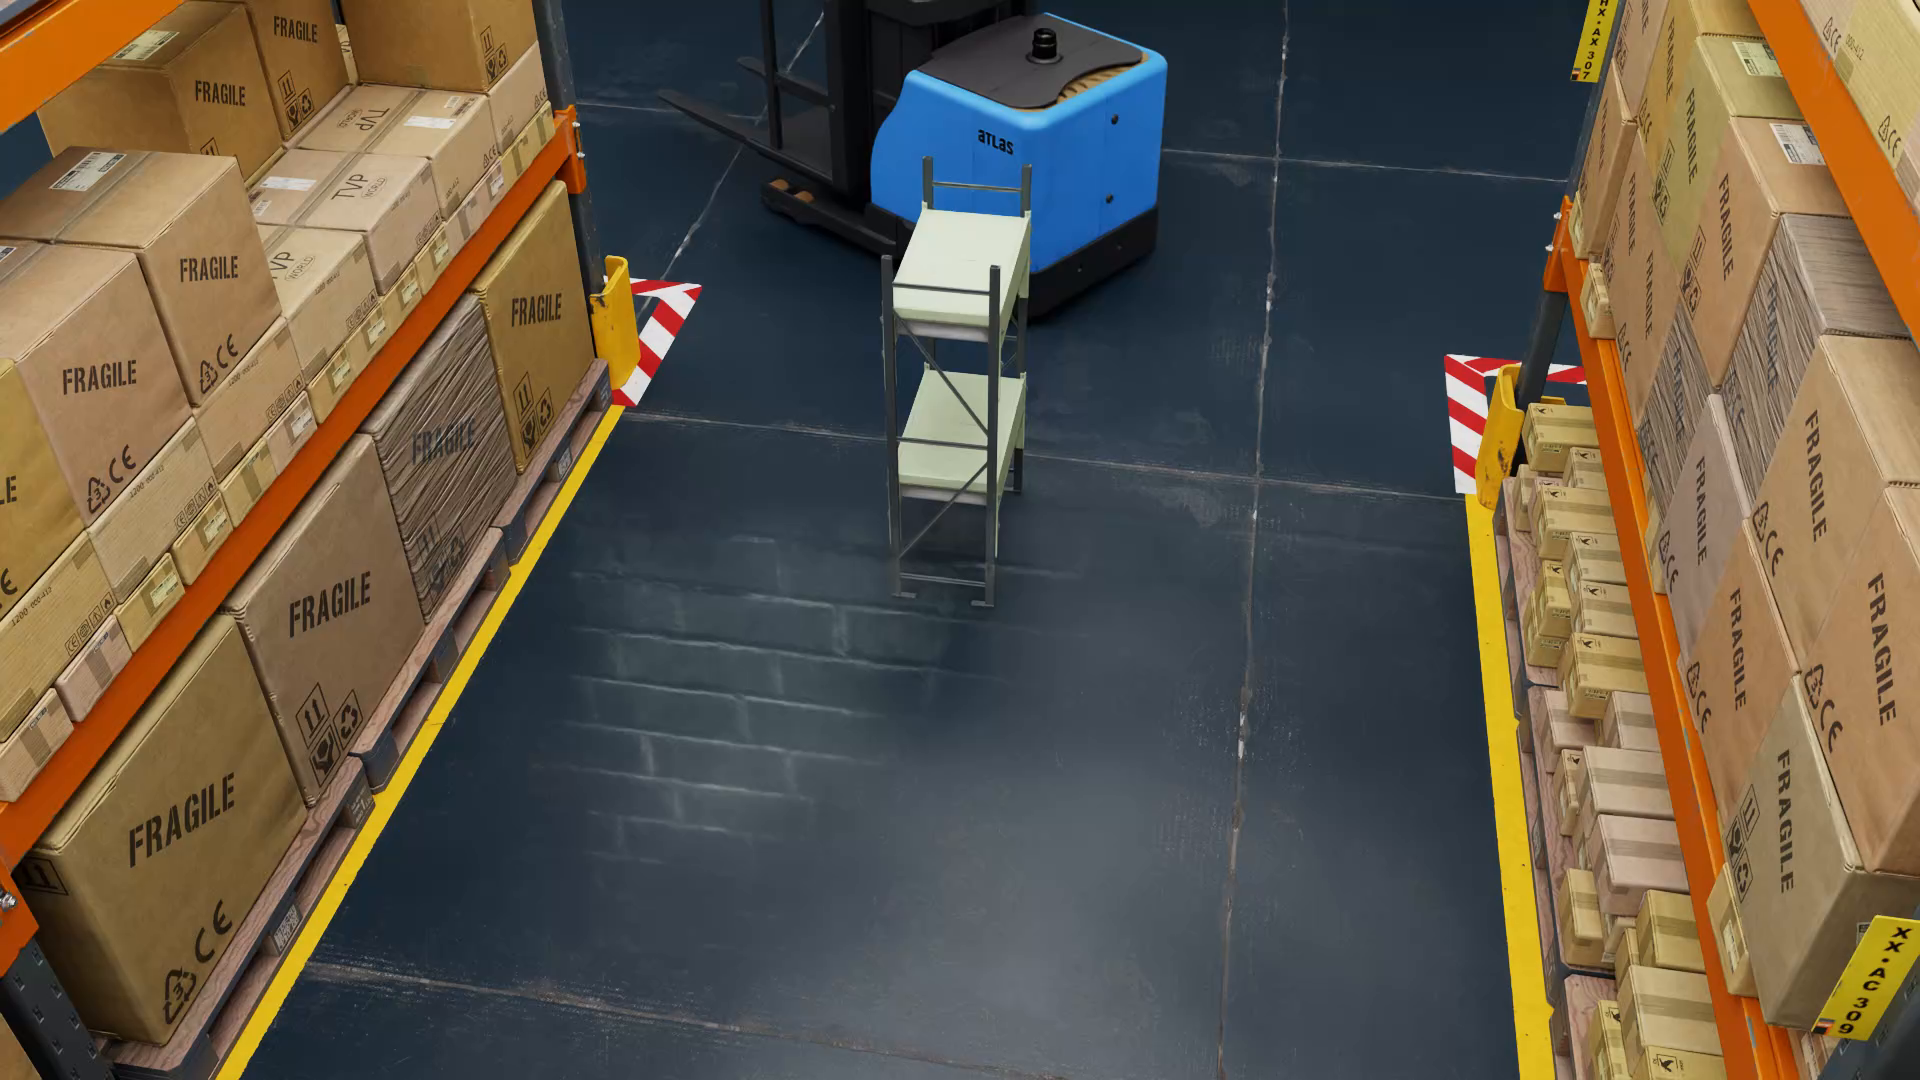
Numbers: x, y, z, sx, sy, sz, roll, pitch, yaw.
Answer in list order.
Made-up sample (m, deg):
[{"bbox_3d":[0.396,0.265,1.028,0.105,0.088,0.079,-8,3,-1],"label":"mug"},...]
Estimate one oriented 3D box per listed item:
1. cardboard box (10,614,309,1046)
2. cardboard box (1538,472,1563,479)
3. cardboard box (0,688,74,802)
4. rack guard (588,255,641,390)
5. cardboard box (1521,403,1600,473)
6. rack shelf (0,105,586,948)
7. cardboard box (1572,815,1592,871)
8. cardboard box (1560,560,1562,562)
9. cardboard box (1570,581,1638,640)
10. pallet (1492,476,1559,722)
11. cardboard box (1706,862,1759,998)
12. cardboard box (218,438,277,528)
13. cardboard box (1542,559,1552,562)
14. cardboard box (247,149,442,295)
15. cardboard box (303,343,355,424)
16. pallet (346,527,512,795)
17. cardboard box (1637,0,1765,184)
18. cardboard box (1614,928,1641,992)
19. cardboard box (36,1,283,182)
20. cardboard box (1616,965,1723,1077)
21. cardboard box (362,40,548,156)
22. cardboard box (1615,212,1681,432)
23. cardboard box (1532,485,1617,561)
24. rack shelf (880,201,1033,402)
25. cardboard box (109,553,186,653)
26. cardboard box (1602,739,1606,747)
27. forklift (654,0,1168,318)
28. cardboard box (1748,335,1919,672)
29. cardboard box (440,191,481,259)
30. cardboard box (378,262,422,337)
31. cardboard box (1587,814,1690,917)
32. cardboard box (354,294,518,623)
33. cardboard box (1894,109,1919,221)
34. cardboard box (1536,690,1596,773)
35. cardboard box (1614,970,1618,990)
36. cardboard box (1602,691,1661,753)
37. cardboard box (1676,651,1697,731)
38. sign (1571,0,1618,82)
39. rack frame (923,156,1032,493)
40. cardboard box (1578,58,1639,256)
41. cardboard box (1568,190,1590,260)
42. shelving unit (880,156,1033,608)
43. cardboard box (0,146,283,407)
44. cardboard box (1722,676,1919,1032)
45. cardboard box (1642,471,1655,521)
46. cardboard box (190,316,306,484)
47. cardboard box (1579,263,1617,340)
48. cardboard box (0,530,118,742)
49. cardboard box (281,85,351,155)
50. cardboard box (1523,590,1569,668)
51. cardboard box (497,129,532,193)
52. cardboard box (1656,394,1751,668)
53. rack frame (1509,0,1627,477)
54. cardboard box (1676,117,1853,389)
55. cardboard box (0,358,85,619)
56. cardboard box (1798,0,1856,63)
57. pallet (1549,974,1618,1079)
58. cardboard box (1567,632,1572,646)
[{"bbox_3d":[-2.593,0.776,4.796,0.875,0.875,0.875,6,40,8],"label":"cardboard box"},{"bbox_3d":[2.431,-0.253,6.377,0.380,0.149,0.250,8,40,10],"label":"cardboard box"},{"bbox_3d":[-2.407,0.472,4.023,0.380,0.149,0.250,6,40,8],"label":"cardboard box"},{"bbox_3d":[-2.089,-1.038,7.613,1.175,0.500,0.348,6,40,8],"label":"rack guard"},{"bbox_3d":[2.349,-0.377,6.293,0.380,0.149,0.250,5,40,6],"label":"cardboard box"},{"bbox_3d":[-2.440,-0.454,5.510,1.077,0.370,4.000,6,40,8],"label":"rack shelf"},{"bbox_3d":[2.105,0.982,5.117,0.380,0.149,0.250,7,40,9],"label":"cardboard box"},{"bbox_3d":[2.372,0.076,5.979,0.380,0.149,0.250,7,40,8],"label":"cardboard box"},{"bbox_3d":[2.231,0.291,5.485,0.380,0.149,0.250,8,40,9],"label":"cardboard box"},{"bbox_3d":[2.586,0.252,6.279,1.003,0.211,1.213,6,40,8],"label":"pallet"},{"bbox_3d":[1.838,0.852,3.562,0.380,0.149,0.250,5,40,6],"label":"cardboard box"},{"bbox_3d":[-2.229,-0.184,4.816,0.380,0.149,0.250,6,40,7],"label":"cardboard box"},{"bbox_3d":[2.404,0.028,6.270,0.380,0.149,0.250,6,40,7],"label":"cardboard box"},{"bbox_3d":[-2.092,-1.072,5.577,0.500,0.250,0.500,5,40,6],"label":"cardboard box"},{"bbox_3d":[-2.139,-0.507,5.206,0.380,0.149,0.250,5,40,6],"label":"cardboard box"},{"bbox_3d":[-2.368,0.362,6.146,1.003,0.211,1.213,6,40,8],"label":"pallet"},{"bbox_3d":[2.354,-1.345,4.926,0.500,0.500,0.500,7,40,9],"label":"cardboard box"},{"bbox_3d":[2.027,1.236,4.575,0.380,0.149,0.250,7,40,8],"label":"cardboard box"},{"bbox_3d":[-2.613,-1.421,5.411,0.500,0.500,0.500,5,40,6],"label":"cardboard box"},{"bbox_3d":[1.928,1.268,4.303,0.380,0.149,0.250,6,40,7],"label":"cardboard box"},{"bbox_3d":[-1.916,-1.710,6.348,0.500,0.250,0.500,6,40,7],"label":"cardboard box"},{"bbox_3d":[2.260,-0.633,4.850,0.500,0.500,0.500,7,40,8],"label":"cardboard box"},{"bbox_3d":[2.250,-0.047,5.894,0.380,0.149,0.250,6,40,8],"label":"cardboard box"},{"bbox_3d":[-0.001,-0.875,6.018,0.431,0.370,0.720,6,40,8],"label":"rack shelf"},{"bbox_3d":[-2.316,0.141,4.422,0.380,0.149,0.250,8,40,9],"label":"cardboard box"},{"bbox_3d":[2.206,0.745,5.169,0.380,0.149,0.250,8,40,10],"label":"cardboard box"},{"bbox_3d":[-0.419,-3.008,8.088,3.031,2.935,1.130,31,49,32],"label":"forklift"},{"bbox_3d":[1.981,-0.054,3.365,0.500,0.500,0.500,5,40,6],"label":"cardboard box"},{"bbox_3d":[-1.963,-1.152,5.986,0.380,0.149,0.250,7,40,8],"label":"cardboard box"},{"bbox_3d":[-2.050,-0.826,5.592,0.380,0.149,0.250,7,40,8],"label":"cardboard box"},{"bbox_3d":[2.006,0.934,4.708,0.380,0.149,0.250,5,40,6],"label":"cardboard box"},{"bbox_3d":[-2.283,-0.348,6.155,0.875,0.875,0.875,6,40,8],"label":"cardboard box"},{"bbox_3d":[1.999,-0.614,2.902,0.500,0.250,0.500,6,40,8],"label":"cardboard box"},{"bbox_3d":[2.136,0.650,5.518,0.380,0.149,0.250,5,40,6],"label":"cardboard box"},{"bbox_3d":[2.089,1.309,4.721,0.380,0.149,0.250,5,40,7],"label":"cardboard box"},{"bbox_3d":[2.191,0.619,5.088,0.380,0.149,0.250,6,40,8],"label":"cardboard box"},{"bbox_3d":[2.030,0.358,4.160,0.380,0.149,0.250,5,40,6],"label":"cardboard box"},{"bbox_3d":[2.240,-1.770,5.857,0.100,0.325,0.005,6,40,8],"label":"sign"},{"bbox_3d":[0.062,-0.804,6.545,0.400,1.500,0.023,6,40,8],"label":"rack frame"},{"bbox_3d":[2.424,-1.278,5.630,0.500,0.500,0.500,8,40,10],"label":"cardboard box"},{"bbox_3d":[2.395,-1.112,5.938,0.380,0.149,0.250,6,40,7],"label":"cardboard box"},{"bbox_3d":[-0.001,-0.574,6.267,0.431,1.500,0.755,6,40,8],"label":"shelving unit"},{"bbox_3d":[-2.273,-0.730,4.574,0.500,0.500,0.500,5,40,6],"label":"cardboard box"},{"bbox_3d":[1.887,0.646,3.302,0.500,0.500,0.500,6,40,8],"label":"cardboard box"},{"bbox_3d":[2.176,-0.128,4.747,0.380,0.149,0.250,8,40,9],"label":"cardboard box"},{"bbox_3d":[-2.271,-0.436,4.808,0.500,0.250,0.500,7,40,9],"label":"cardboard box"},{"bbox_3d":[2.293,-0.785,5.542,0.380,0.149,0.250,5,40,6],"label":"cardboard box"},{"bbox_3d":[-2.446,0.201,4.037,0.500,0.250,0.500,6,40,7],"label":"cardboard box"},{"bbox_3d":[-2.526,-1.445,6.028,0.500,0.250,0.500,6,40,7],"label":"cardboard box"},{"bbox_3d":[2.215,0.333,5.901,0.380,0.149,0.250,7,40,8],"label":"cardboard box"},{"bbox_3d":[-1.874,-1.467,6.367,0.380,0.149,0.250,7,40,8],"label":"cardboard box"},{"bbox_3d":[2.066,0.009,4.074,0.500,0.500,0.500,6,40,7],"label":"cardboard box"},{"bbox_3d":[2.774,-1.376,6.060,1.000,3.000,0.127,6,40,8],"label":"rack frame"},{"bbox_3d":[2.157,-0.701,4.147,0.500,0.500,0.500,5,40,6],"label":"cardboard box"},{"bbox_3d":[-2.451,-0.094,3.806,0.500,0.500,0.500,6,40,8],"label":"cardboard box"},{"bbox_3d":[2.173,-1.243,3.664,0.500,0.250,0.500,6,40,7],"label":"cardboard box"},{"bbox_3d":[2.163,1.784,4.427,1.003,0.211,1.213,6,40,8],"label":"pallet"},{"bbox_3d":[2.269,0.402,5.584,0.380,0.149,0.250,5,40,6],"label":"cardboard box"}]
